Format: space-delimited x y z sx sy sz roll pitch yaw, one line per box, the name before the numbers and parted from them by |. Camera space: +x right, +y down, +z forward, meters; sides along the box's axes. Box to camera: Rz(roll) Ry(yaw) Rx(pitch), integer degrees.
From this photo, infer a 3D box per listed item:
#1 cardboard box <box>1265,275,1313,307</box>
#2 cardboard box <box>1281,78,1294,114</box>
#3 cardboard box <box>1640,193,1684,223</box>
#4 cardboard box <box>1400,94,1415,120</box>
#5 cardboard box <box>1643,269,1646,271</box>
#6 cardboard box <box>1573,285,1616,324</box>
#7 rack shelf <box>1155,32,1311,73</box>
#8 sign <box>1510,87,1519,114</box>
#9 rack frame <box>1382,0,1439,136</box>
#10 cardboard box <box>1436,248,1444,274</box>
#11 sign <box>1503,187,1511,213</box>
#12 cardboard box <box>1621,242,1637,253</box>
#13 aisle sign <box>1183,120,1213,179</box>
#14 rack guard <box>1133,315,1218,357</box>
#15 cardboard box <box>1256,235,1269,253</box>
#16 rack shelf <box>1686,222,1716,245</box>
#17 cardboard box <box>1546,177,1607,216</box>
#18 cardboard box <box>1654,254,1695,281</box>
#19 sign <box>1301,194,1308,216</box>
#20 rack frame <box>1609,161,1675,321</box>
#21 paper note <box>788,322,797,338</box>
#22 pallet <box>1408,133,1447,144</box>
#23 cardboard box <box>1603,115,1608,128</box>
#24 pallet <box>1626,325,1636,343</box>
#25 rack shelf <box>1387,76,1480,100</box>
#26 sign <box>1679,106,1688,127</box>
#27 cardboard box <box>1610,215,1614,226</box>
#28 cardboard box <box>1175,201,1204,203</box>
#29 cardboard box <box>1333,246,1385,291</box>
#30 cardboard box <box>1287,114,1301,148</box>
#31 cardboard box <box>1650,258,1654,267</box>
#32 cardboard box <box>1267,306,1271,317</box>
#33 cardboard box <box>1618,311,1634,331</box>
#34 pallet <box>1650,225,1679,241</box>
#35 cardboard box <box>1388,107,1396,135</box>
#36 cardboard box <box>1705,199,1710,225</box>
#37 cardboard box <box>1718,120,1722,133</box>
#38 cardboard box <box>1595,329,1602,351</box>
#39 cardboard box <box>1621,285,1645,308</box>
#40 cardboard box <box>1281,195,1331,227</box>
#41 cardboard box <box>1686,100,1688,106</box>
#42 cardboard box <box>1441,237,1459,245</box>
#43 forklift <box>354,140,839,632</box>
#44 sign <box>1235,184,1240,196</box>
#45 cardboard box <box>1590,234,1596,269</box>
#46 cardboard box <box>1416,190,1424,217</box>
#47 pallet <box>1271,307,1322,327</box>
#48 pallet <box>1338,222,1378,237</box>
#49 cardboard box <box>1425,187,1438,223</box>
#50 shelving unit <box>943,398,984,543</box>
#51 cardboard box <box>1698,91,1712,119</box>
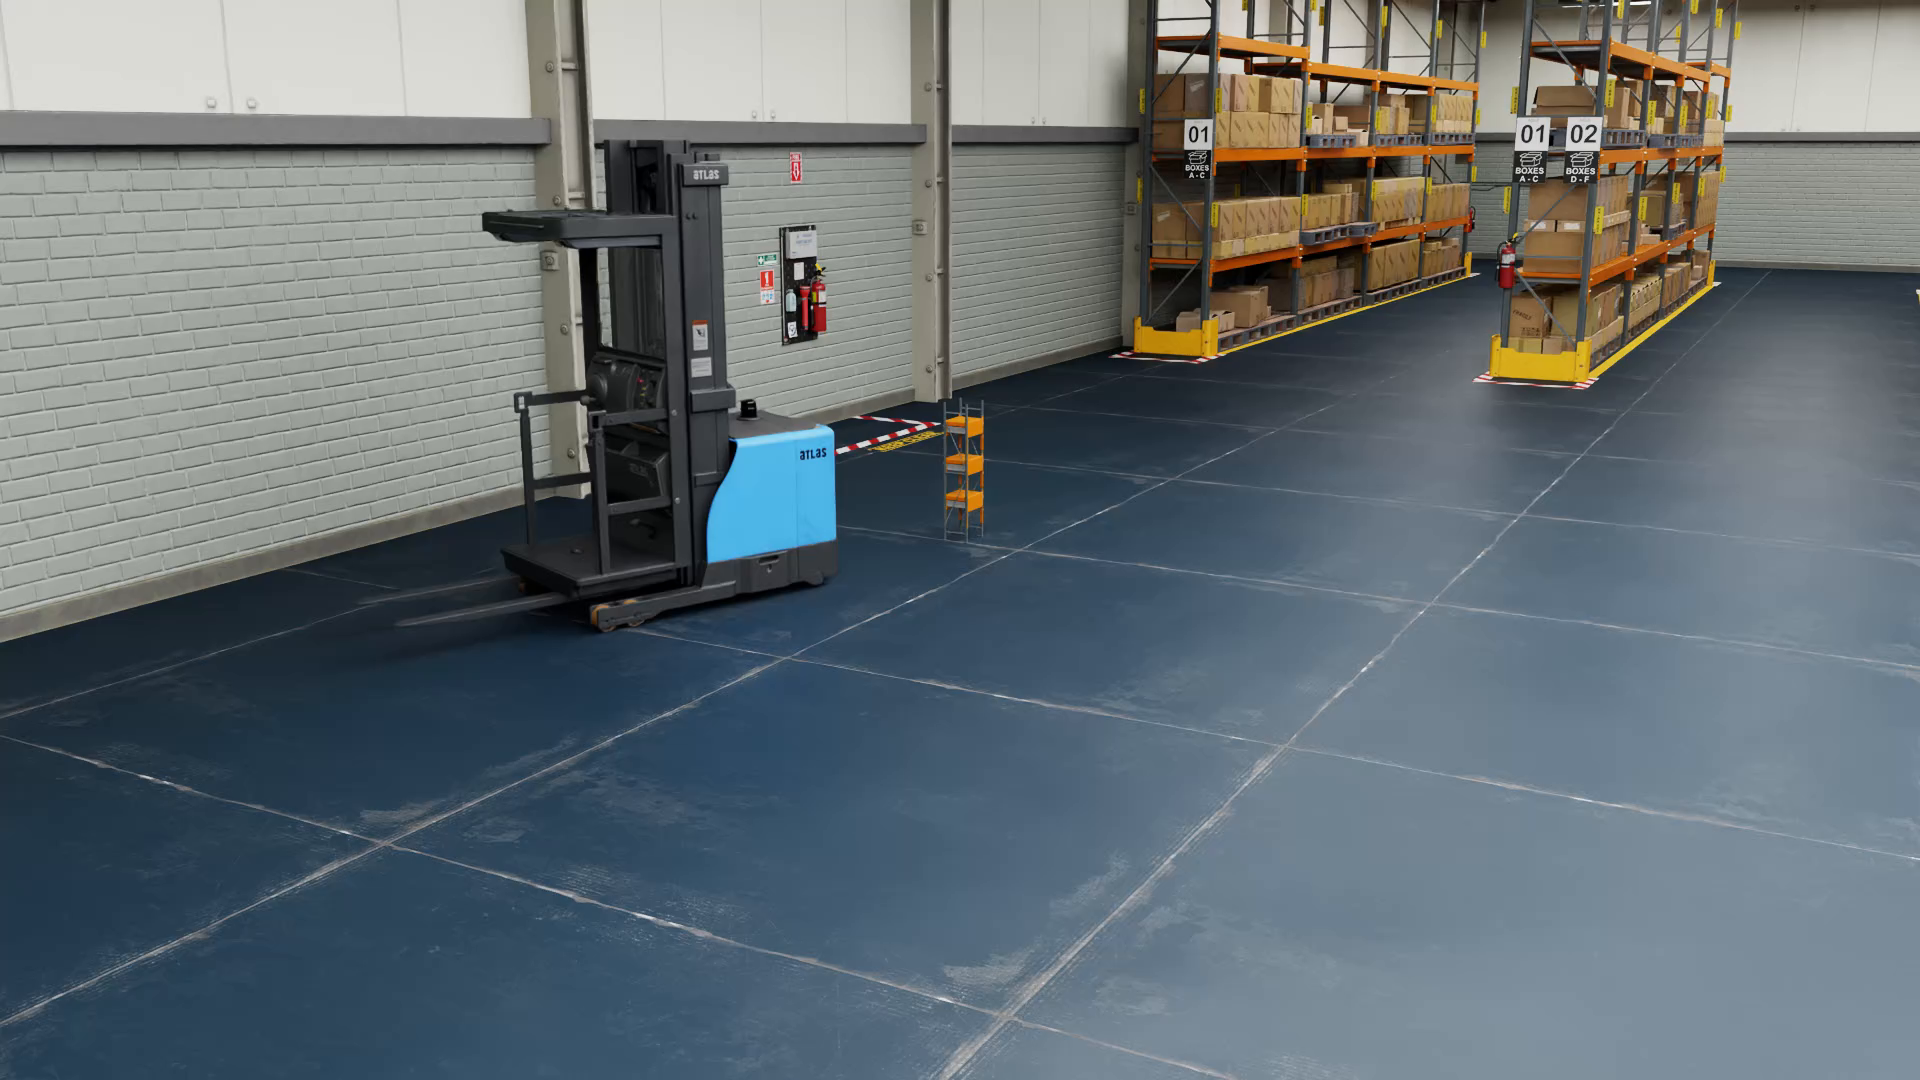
cardboard box | 5.479 -4.165 27.803 0.700 0.500 0.500 7 15 27
cardboard box | 4.670 -6.656 24.954 0.500 0.500 0.500 8 16 31
cardboard box | 12.337 -5.866 29.354 0.700 0.500 0.500 3 14 14
cardboard box | 8.933 -8.715 33.494 0.500 0.500 0.500 7 15 28
cardboard box | 11.701 -4.485 29.131 0.500 0.500 0.500 7 15 26
cardboard box | 8.747 -3.249 22.980 0.500 0.500 0.500 7 15 28
rack shelf | 3.965 -7.056 24.144 1.077 0.370 4.000 7 15 28
sign | 6.868 -5.435 20.556 0.100 0.325 0.005 7 15 28
rack frame | 8.799 -9.459 32.569 1.000 3.000 0.127 7 15 28
cardboard box | 9.746 -5.881 34.966 0.700 0.500 0.500 8 16 29
sign | 6.868 -4.263 20.839 0.100 0.325 0.005 7 15 28
cardboard box | 9.877 -4.377 24.827 0.380 0.149 0.250 7 15 28
aisle sign | 3.226 -5.296 22.553 0.394 0.787 0.004 7 15 28
rack guard | 3.035 -2.881 23.418 1.175 0.500 0.348 7 15 28
cardboard box | 4.248 -4.397 24.650 0.500 0.250 0.500 8 15 29
rack shelf | 14.104 -6.043 32.734 1.077 0.370 4.000 7 15 28
cardboard box | 8.091 -4.517 21.888 0.700 0.500 0.500 7 15 28
cardboard box | 14.041 -5.369 32.790 0.797 0.503 0.637 7 15 28
sign | 5.410 -5.262 26.114 0.100 0.325 0.005 7 15 28
rack frame | 11.204 -5.162 27.544 1.000 3.000 0.127 7 15 28
paper note | -1.695 -2.132 16.856 0.016 0.148 0.142 7 15 28
pallet | 9.204 -8.125 33.623 1.003 0.211 1.213 7 15 28
cardboard box | 8.059 -5.350 21.266 0.380 0.149 0.250 7 15 28
pallet | 9.592 -3.141 25.112 1.003 0.211 1.213 7 15 28
rack shelf | 9.766 -9.325 34.403 1.077 0.370 4.000 7 15 28
sign | 11.685 -6.845 26.854 0.100 0.325 0.005 7 15 28
cardboard box | 8.585 -4.310 22.412 0.380 0.149 0.250 8 16 30
cardboard box | 3.292 -4.605 23.912 0.500 0.500 0.500 8 16 29
cardboard box | 7.336 -5.017 30.635 0.750 0.750 0.750 7 15 27
cardboard box | 4.903 -6.286 25.551 0.500 0.500 0.500 8 16 30
cardboard box | 12.207 -5.069 29.953 0.500 0.250 0.500 7 15 28
cardboard box | 4.699 -3.625 26.276 0.380 0.166 0.250 5 15 21
cardboard box | 9.682 -3.263 24.639 0.500 0.250 0.500 7 15 27
pallet | 11.470 -5.215 28.176 1.213 0.211 1.003 7 15 28
cardboard box | 7.767 -7.878 31.260 0.700 0.500 0.500 7 15 28
cardboard box | 14.355 -6.417 32.537 0.500 0.500 0.500 7 15 27
cardboard box | 14.804 -8.194 32.976 0.500 0.250 0.500 7 15 28
cardboard box | 8.271 -2.678 22.213 0.500 0.250 0.500 7 15 28
cardboard box | 10.183 -3.746 25.446 0.500 0.311 0.500 7 15 26
cardboard box | 5.775 -5.517 27.865 0.700 0.500 0.500 10 17 36
cardboard box | 12.829 -7.647 30.129 0.600 0.600 0.600 6 15 23
cardboard box | 10.579 -6.466 36.007 0.380 0.149 0.250 7 15 27
forklift | -2.280 -1.000 10.426 3.031 2.935 1.130 -11 17 -39
sign | 4.444 -5.526 26.586 0.100 0.325 0.005 7 15 28
cardboard box | 7.823 -3.772 21.564 0.700 0.500 0.500 8 16 29
cardboard box | 8.797 -6.622 32.712 0.500 0.500 0.500 7 15 27
pallet | 5.307 -3.706 27.454 1.003 0.211 1.213 7 15 28
pallet | 6.614 -5.471 29.234 1.213 0.211 1.003 7 15 28
cardboard box | 9.076 -6.798 33.691 0.980 0.700 0.700 8 16 29
shelving unit | 0.026 -0.521 12.456 0.215 1.050 0.252 7 15 28
cardboard box | 13.705 -8.166 31.258 0.700 0.500 0.500 7 15 28
